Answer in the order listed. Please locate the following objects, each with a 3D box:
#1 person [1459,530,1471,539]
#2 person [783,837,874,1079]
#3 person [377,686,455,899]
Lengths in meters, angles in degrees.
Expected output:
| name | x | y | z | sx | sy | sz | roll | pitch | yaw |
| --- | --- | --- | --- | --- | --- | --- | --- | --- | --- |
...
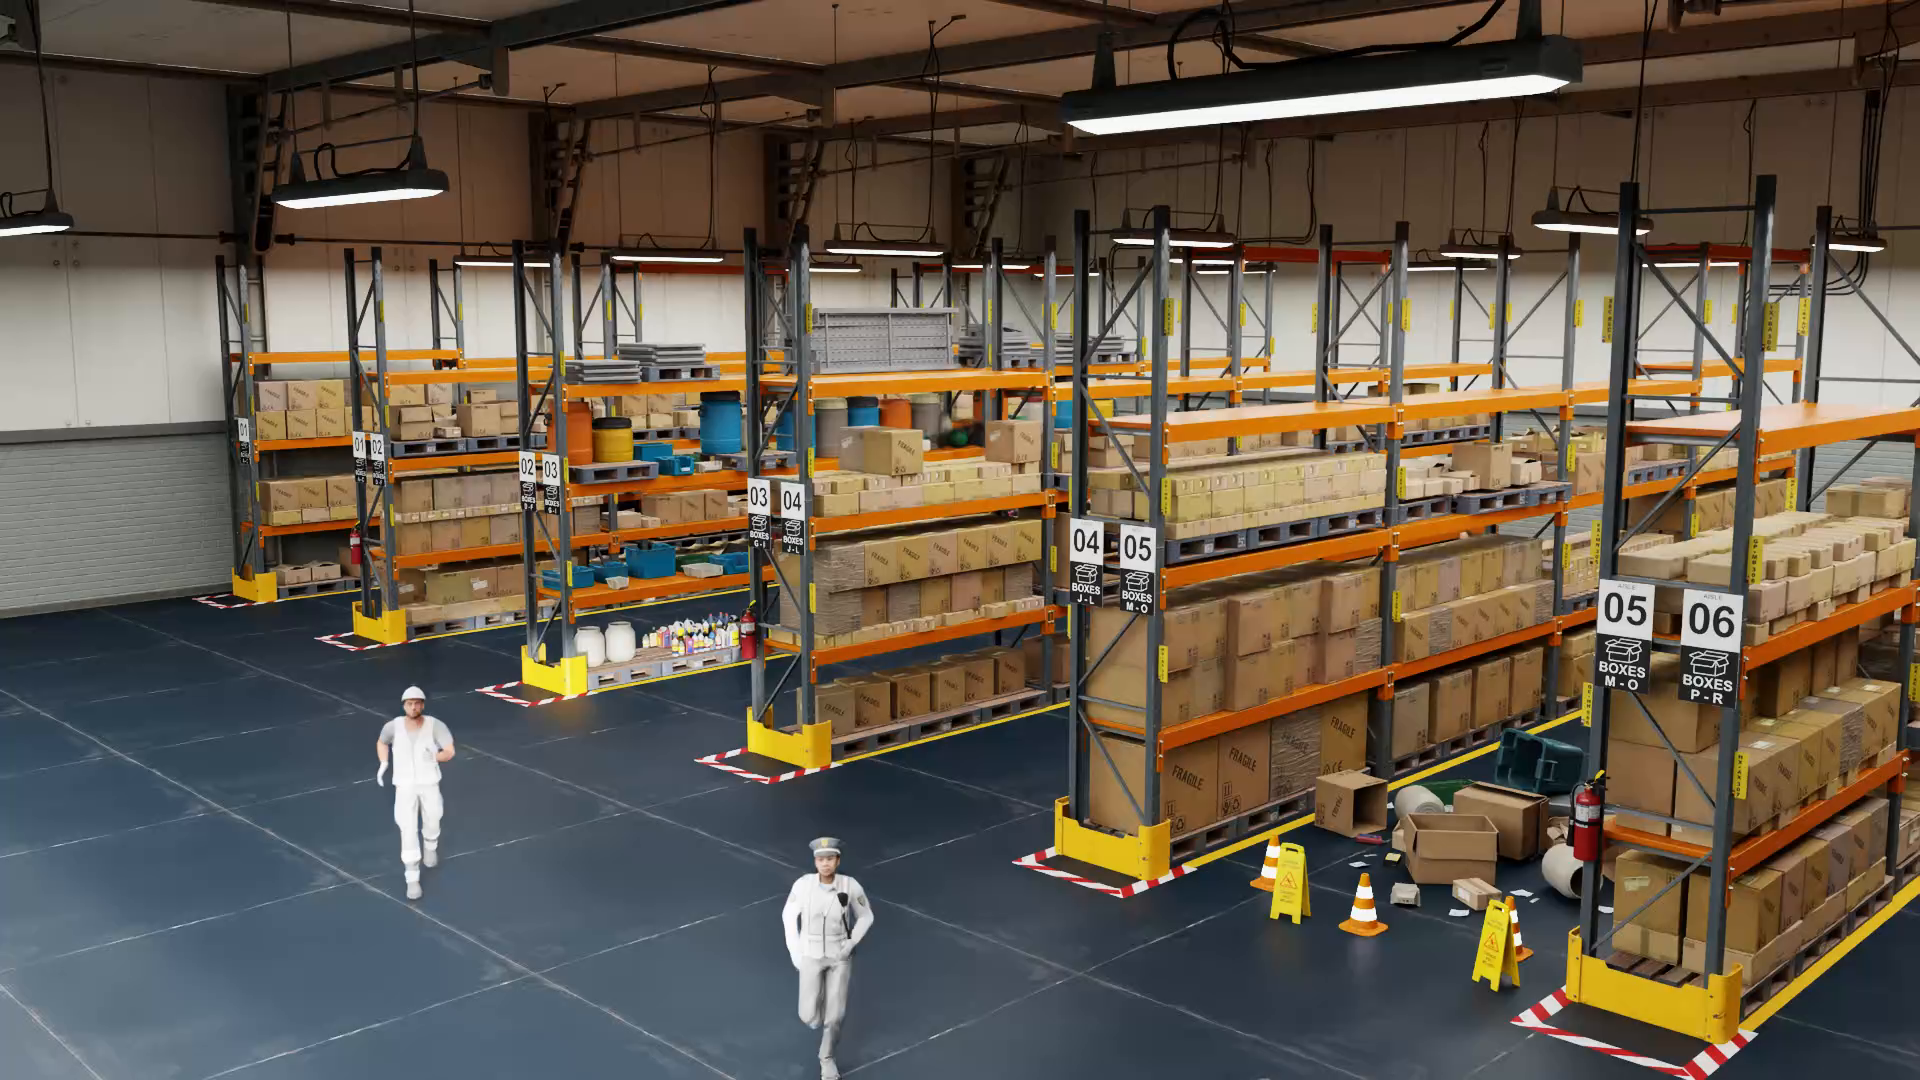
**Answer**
| name | x | y | z | sx | sy | sz | roll | pitch | yaw |
| --- | --- | --- | --- | --- | --- | --- | --- | --- | --- |
| person | 7.872 | 0.637 | 26.170 | 0.542 | 1.650 | 0.667 | 6 | 10 | 35 |
| person | -0.892 | 2.780 | 11.253 | 0.622 | 1.637 | 0.588 | 0 | 8 | 2 |
| person | -4.813 | 2.172 | 14.751 | 0.662 | 1.773 | 1.002 | -3 | 8 | -17 |
